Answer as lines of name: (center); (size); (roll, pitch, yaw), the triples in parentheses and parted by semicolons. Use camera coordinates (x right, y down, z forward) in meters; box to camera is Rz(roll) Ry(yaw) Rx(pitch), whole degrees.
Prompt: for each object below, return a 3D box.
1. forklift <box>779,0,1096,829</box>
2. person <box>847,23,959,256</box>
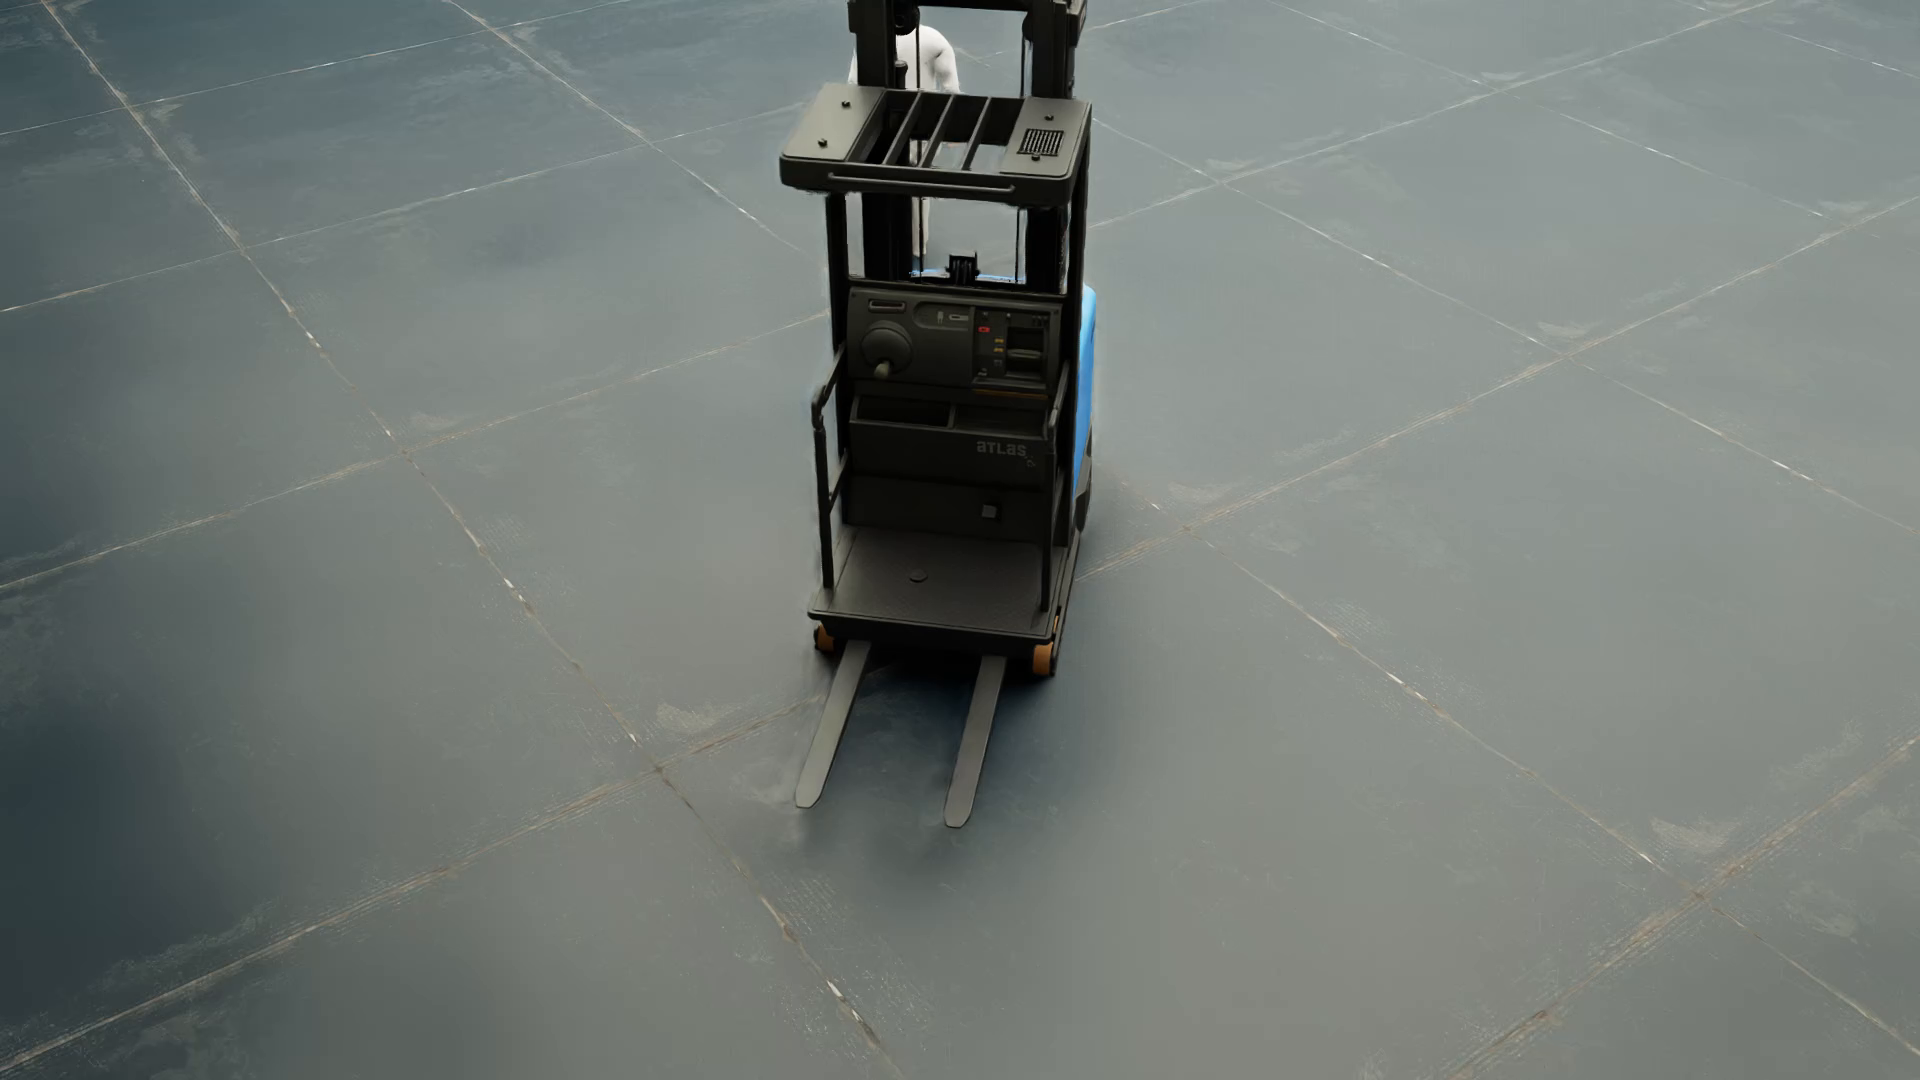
forklift: (-0.064, -0.792, 7.016); (1.130, 2.935, 3.031); (6, 37, 8)
person: (-0.371, -2.693, 10.575); (0.750, 1.759, 0.475); (-4, 37, -6)
